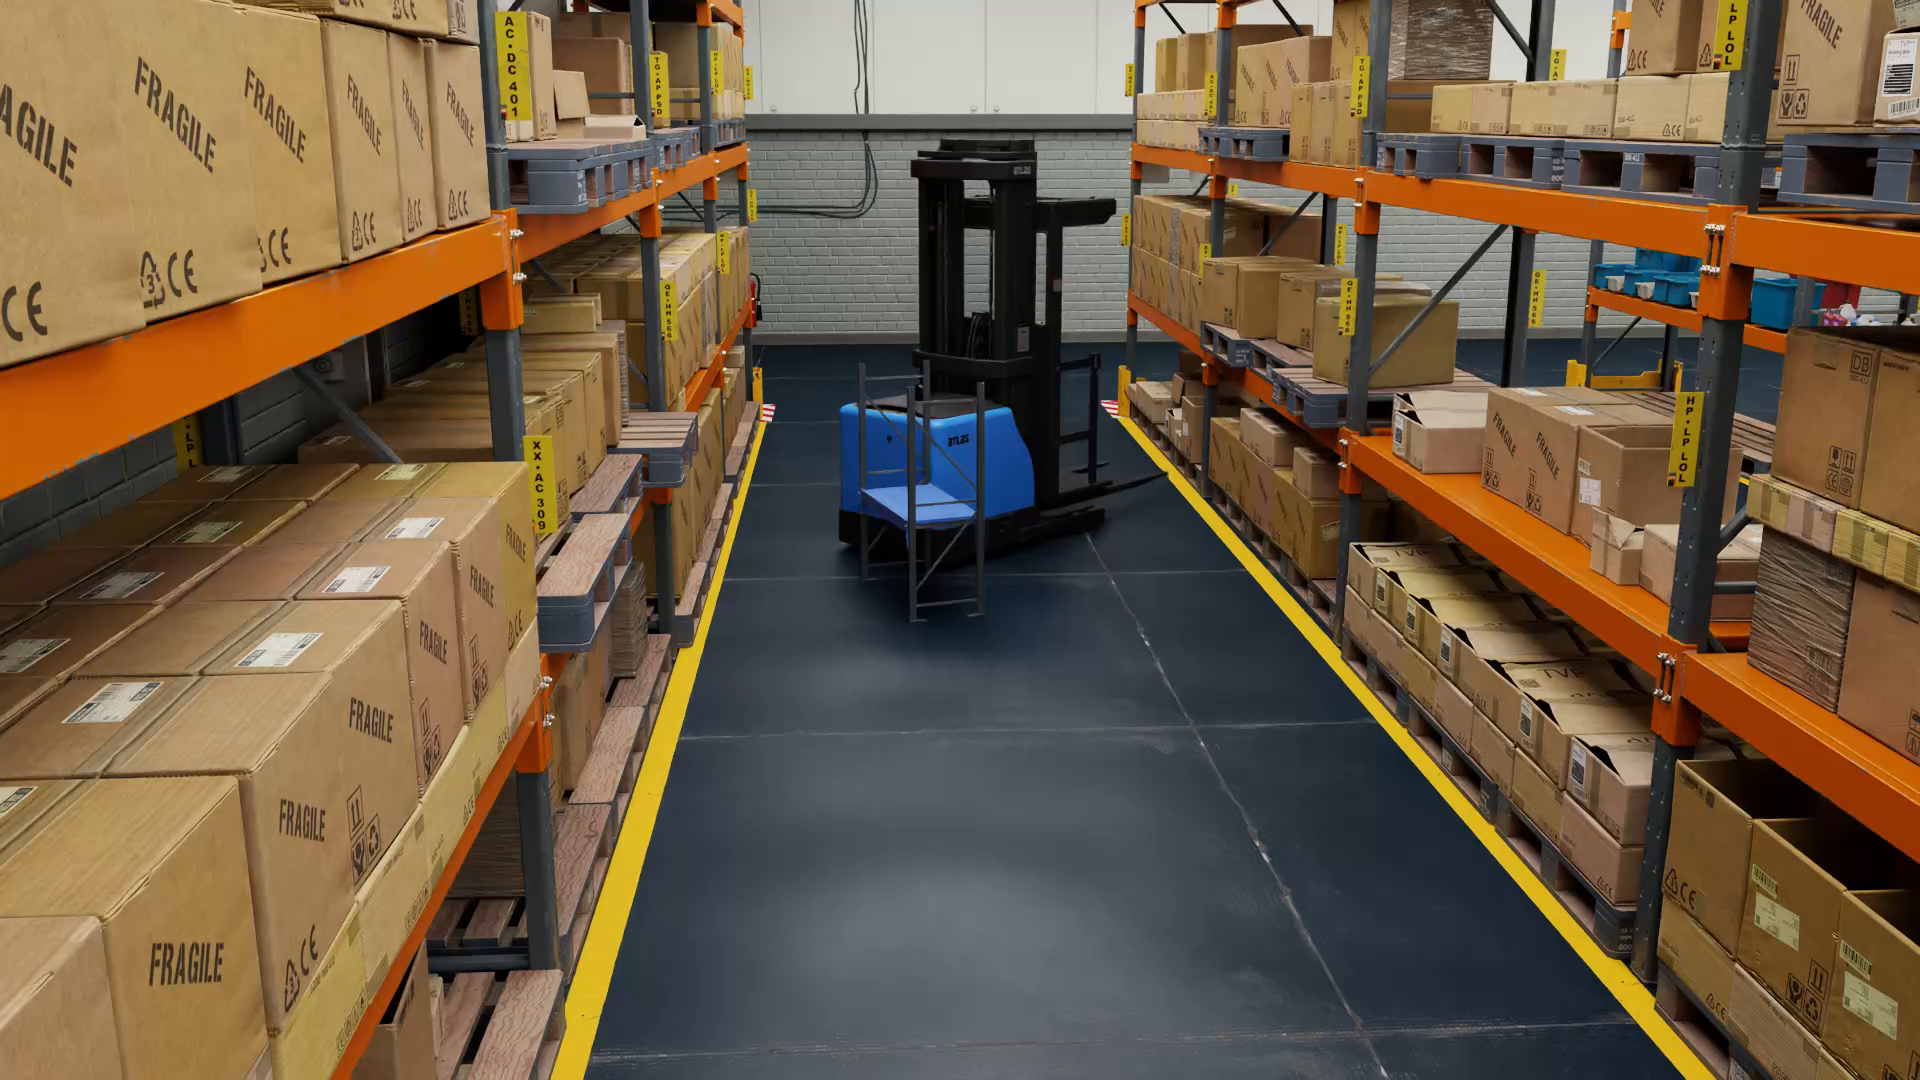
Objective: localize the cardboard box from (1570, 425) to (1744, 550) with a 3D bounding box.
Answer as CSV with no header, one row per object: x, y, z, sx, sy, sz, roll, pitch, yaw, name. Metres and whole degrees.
2.954,-0.201,7.085,0.500,0.500,0.500,0,14,1,cardboard box

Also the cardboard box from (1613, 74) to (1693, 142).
2.952,-1.703,6.565,0.500,0.250,0.500,-2,15,-9,cardboard box

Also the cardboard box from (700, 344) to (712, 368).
-2.033,-1.358,12.249,0.380,0.149,0.250,-1,14,-3,cardboard box

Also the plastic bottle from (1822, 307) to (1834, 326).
7.063,-1.741,13.506,0.061,0.283,0.133,-1,14,-3,plastic bottle

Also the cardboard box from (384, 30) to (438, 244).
-1.630,-1.016,4.193,0.500,0.500,0.500,-2,15,-8,cardboard box

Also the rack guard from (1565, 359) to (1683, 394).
7.204,-1.685,18.072,1.175,0.500,0.348,-1,14,-3,rack guard

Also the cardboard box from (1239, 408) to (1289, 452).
2.371,-0.812,12.293,0.500,0.250,0.500,-1,14,-3,cardboard box

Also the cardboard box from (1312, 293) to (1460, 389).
2.618,-1.231,10.249,0.700,0.500,0.500,-6,16,-22,cardboard box

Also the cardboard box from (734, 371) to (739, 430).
-2.464,-1.308,15.762,0.700,0.500,0.500,-1,14,-5,cardboard box

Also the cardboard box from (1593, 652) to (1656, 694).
3.182,0.667,7.465,0.500,0.311,0.500,-1,14,-5,cardboard box

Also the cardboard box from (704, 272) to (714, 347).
-2.100,-1.707,12.302,0.500,0.500,0.500,-1,14,-3,cardboard box

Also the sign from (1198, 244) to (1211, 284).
1.981,-2.228,13.430,0.100,0.325,0.005,-1,14,-3,sign

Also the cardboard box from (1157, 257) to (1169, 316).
2.133,-2.371,15.520,0.500,0.500,0.500,-1,14,-3,cardboard box

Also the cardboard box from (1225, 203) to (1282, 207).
2.677,-2.858,15.408,0.500,0.500,0.500,0,14,-2,cardboard box

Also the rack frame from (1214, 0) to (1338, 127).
2.522,-4.725,12.831,1.000,3.000,0.127,-1,14,-3,rack frame

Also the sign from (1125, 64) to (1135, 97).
1.733,-4.682,16.929,0.100,0.325,0.005,-1,14,-3,sign

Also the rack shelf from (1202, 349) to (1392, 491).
2.646,-0.974,11.735,1.077,0.370,4.000,-1,14,-3,rack shelf

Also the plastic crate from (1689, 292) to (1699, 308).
7.058,-2.225,15.562,0.293,0.136,0.466,-1,14,-3,plastic crate

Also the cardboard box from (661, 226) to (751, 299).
-2.628,-2.755,16.614,0.980,0.700,0.700,0,14,-1,cardboard box

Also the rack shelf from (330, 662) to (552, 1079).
-1.802,1.093,3.701,1.077,0.370,4.000,-1,14,-3,rack shelf

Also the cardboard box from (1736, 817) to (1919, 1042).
2.773,1.180,5.092,0.500,0.500,0.500,-1,14,-3,cardboard box

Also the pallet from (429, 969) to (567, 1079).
-1.849,1.764,5.245,1.003,0.211,1.213,-1,14,-3,pallet

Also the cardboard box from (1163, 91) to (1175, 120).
2.134,-3.932,15.065,0.500,0.250,0.500,-1,14,-3,cardboard box

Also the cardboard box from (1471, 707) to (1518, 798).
2.641,0.947,7.503,0.500,0.250,0.500,-1,14,-2,cardboard box

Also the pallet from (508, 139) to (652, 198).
-1.926,-1.527,6.800,1.213,0.211,1.003,-1,14,-3,pallet

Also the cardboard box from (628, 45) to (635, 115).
-2.368,-2.850,10.480,0.700,0.500,0.500,0,14,-1,cardboard box

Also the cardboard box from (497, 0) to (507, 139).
-1.880,-1.594,5.639,0.500,0.500,0.500,1,14,5,cardboard box

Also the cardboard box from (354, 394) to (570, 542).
-1.951,-0.280,6.512,0.700,0.500,0.500,1,14,2,cardboard box

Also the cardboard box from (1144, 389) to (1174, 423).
2.087,-1.307,16.223,0.500,0.250,0.500,-1,14,-3,cardboard box

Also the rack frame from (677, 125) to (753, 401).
-2.670,-2.737,17.144,1.000,3.000,0.127,-1,14,-3,rack frame

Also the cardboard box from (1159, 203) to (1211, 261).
2.137,-2.852,15.383,0.500,0.500,0.500,-1,14,-4,cardboard box

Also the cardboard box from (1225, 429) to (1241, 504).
2.353,-0.565,12.838,0.500,0.500,0.500,-1,14,-3,cardboard box

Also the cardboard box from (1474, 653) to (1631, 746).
2.639,0.677,7.425,0.500,0.311,0.500,-1,14,-4,cardboard box

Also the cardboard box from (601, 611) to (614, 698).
-2.162,0.558,8.470,0.700,0.500,0.500,-1,14,-4,cardboard box

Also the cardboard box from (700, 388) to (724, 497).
-2.252,-0.745,12.872,0.750,0.750,0.750,-1,14,-3,cardboard box

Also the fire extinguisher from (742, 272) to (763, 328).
-2.218,-2.563,17.373,0.296,0.674,0.183,-1,14,-3,fire extinguisher

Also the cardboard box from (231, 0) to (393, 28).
-1.537,-1.361,3.530,0.500,0.500,0.500,-1,14,-5,cardboard box

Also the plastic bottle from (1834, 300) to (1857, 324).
7.167,-1.769,13.479,0.144,0.351,0.185,-1,14,-3,plastic bottle

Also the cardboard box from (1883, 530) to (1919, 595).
2.892,0.069,4.735,0.380,0.149,0.250,-1,14,-4,cardboard box

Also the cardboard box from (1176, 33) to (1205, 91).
2.344,-4.298,14.984,0.700,0.500,0.500,-1,14,-3,cardboard box

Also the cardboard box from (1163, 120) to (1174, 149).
2.140,-3.690,15.127,0.500,0.250,0.500,-1,14,-3,cardboard box

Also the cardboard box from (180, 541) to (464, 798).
-1.531,0.310,4.059,0.500,0.500,0.500,-1,14,-5,cardboard box

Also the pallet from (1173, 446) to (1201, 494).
2.480,-0.640,14.590,1.003,0.211,1.213,-1,14,-3,pallet

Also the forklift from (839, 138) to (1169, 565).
0.474,-1.544,12.645,1.130,2.935,3.031,13,19,41,forklift

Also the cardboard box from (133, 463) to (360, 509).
-2.106,0.067,5.000,0.500,0.500,0.500,-1,14,-5,cardboard box

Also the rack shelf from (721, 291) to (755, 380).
-2.546,-1.891,15.300,1.077,0.370,4.000,-1,14,-3,rack shelf

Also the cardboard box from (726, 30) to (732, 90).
-2.260,-4.169,14.444,0.500,0.500,0.500,-1,14,-3,cardboard box

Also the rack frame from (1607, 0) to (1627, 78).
7.218,-5.795,16.991,1.000,3.000,0.127,-1,14,-3,rack frame

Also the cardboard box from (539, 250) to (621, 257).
-2.550,-1.805,11.177,0.500,0.250,0.500,-1,14,-5,cardboard box

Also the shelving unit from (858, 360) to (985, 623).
-0.264,-0.347,10.864,0.538,1.500,1.048,-5,15,-20,shelving unit

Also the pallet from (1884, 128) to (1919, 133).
7.612,-3.063,12.770,1.213,0.211,1.003,-1,14,-3,pallet

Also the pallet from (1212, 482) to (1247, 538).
2.610,-0.267,13.142,1.003,0.211,1.213,-1,14,-3,pallet

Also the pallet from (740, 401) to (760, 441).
-2.542,-1.189,16.723,1.003,0.211,1.213,-1,14,-3,pallet

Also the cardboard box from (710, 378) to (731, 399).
-2.205,-1.325,14.527,0.380,0.149,0.250,0,14,-2,cardboard box

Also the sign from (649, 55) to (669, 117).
-1.632,-2.458,9.003,0.100,0.325,0.005,-1,14,-3,sign

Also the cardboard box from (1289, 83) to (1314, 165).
2.645,-2.690,10.741,0.910,0.500,0.500,-1,14,-3,cardboard box

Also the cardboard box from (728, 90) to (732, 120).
-2.258,-3.804,14.530,0.500,0.250,0.500,-1,14,-5,cardboard box

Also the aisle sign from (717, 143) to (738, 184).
-2.375,-4.018,16.907,0.394,0.787,0.004,-1,14,-3,aisle sign
